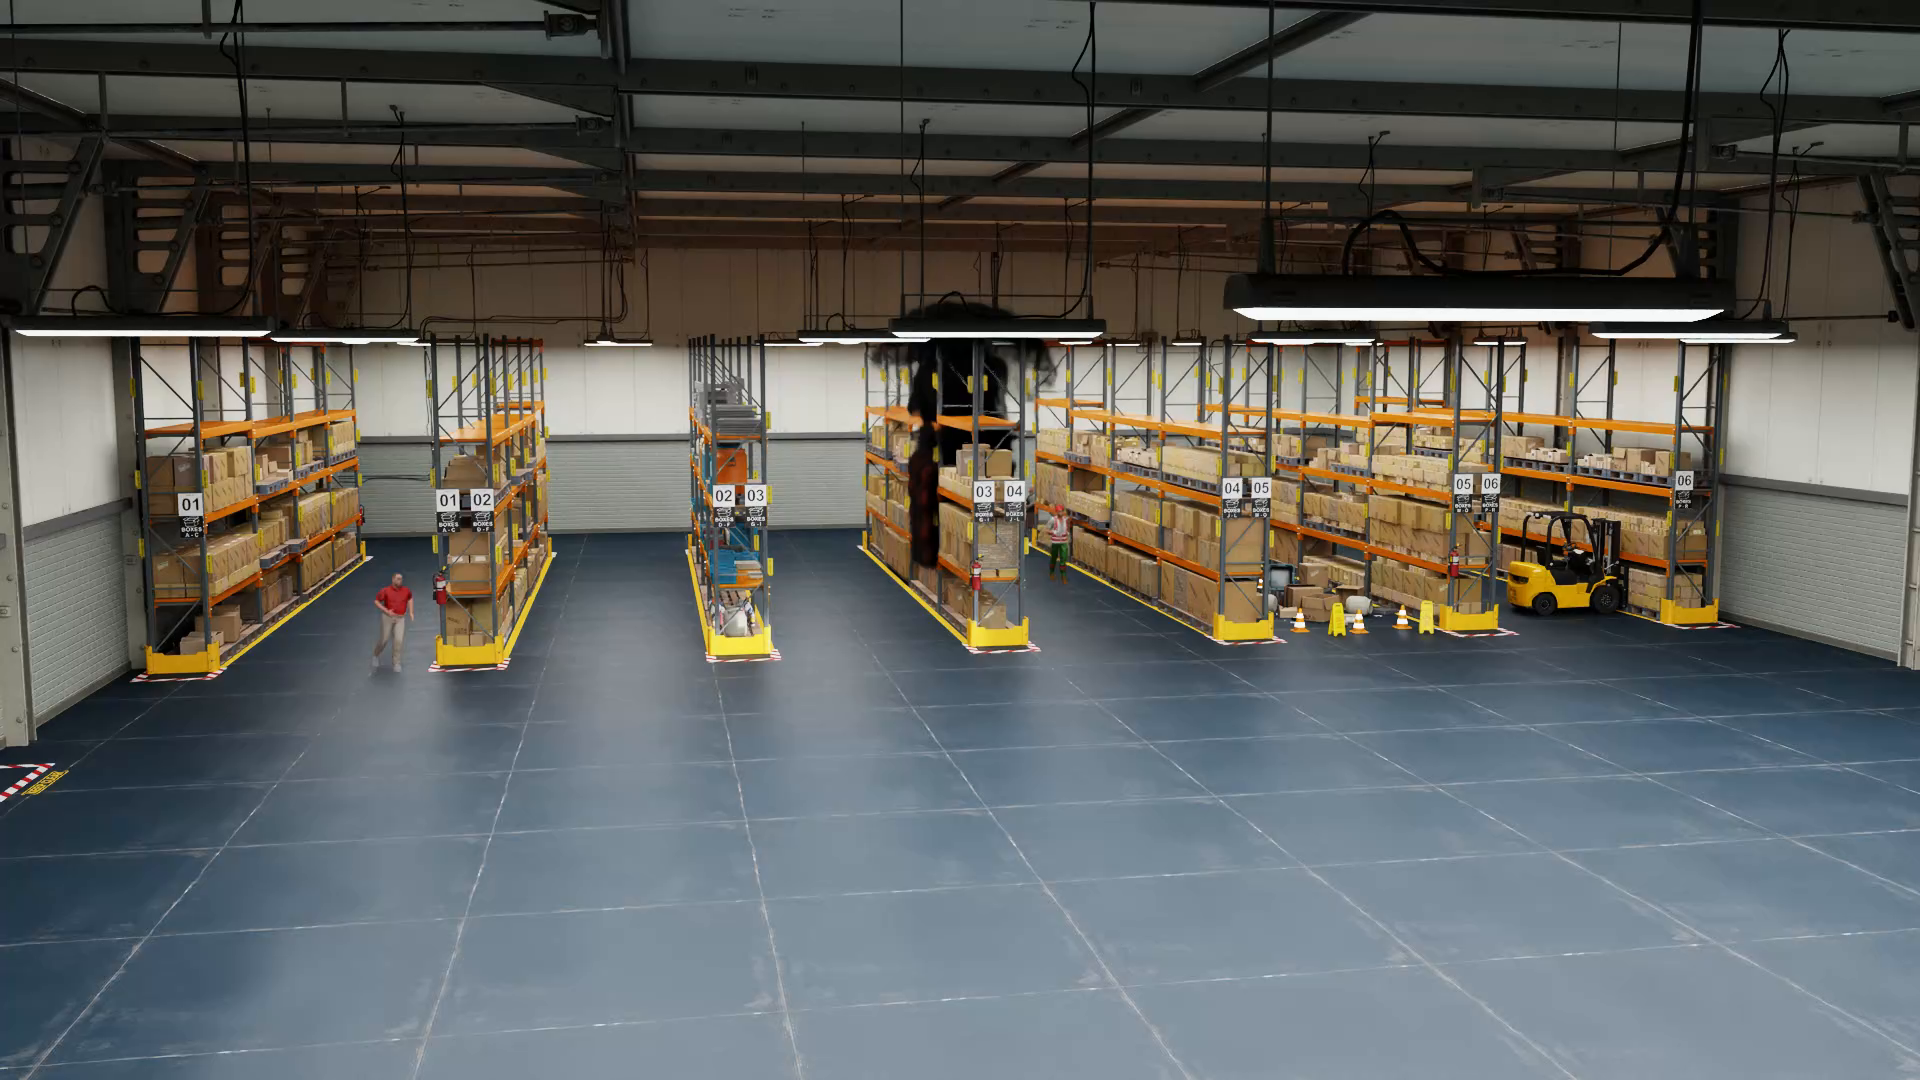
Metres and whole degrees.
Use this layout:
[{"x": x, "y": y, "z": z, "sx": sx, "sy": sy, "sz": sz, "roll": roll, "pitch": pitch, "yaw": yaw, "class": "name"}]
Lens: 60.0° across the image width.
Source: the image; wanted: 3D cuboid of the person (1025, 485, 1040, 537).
[{"x": 2.105, "y": -0.827, "z": 49.888, "sx": 0.891, "sy": 1.670, "sz": 0.688, "roll": 1, "pitch": 7, "yaw": 6, "class": "person"}]

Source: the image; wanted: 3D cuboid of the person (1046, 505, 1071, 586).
[{"x": 2.304, "y": 0.098, "z": 38.882, "sx": 0.661, "sy": 1.838, "sz": 0.914, "roll": -2, "pitch": 7, "yaw": -18, "class": "person"}]

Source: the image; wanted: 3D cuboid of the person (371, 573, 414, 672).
[{"x": -10.139, "y": 1.450, "z": 29.870, "sx": 0.737, "sy": 1.718, "sz": 0.909, "roll": -5, "pitch": 8, "yaw": -37, "class": "person"}]
